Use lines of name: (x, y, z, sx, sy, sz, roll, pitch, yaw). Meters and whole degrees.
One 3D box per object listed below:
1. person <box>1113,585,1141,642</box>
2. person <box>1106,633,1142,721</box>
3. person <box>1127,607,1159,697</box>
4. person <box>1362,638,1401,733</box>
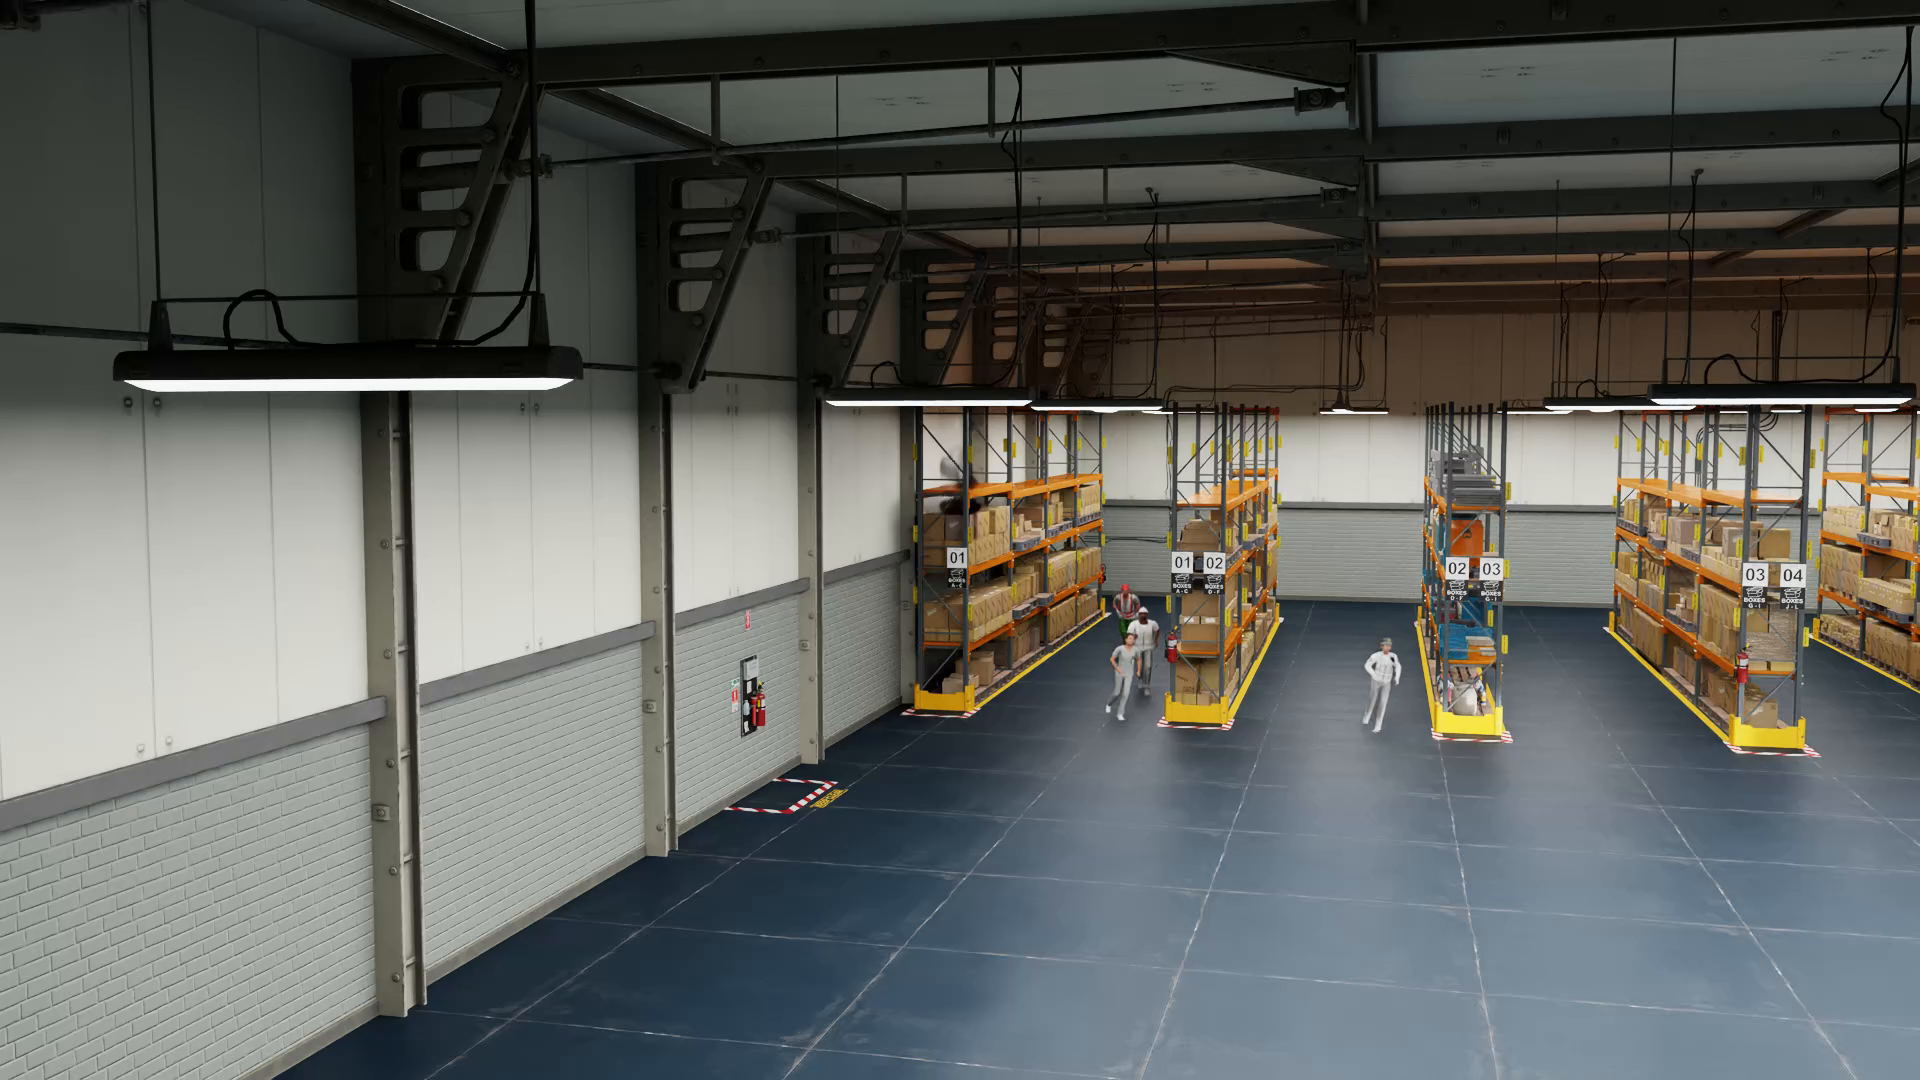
person: (4.038, 1.911, 40.317, 0.654, 1.711, 0.793, 1, 4, 16)
person: (3.156, 2.568, 31.660, 0.640, 1.636, 0.763, -1, 4, -11)
person: (3.780, 2.277, 34.381, 0.690, 1.788, 0.912, 0, 4, 5)
person: (7.748, 2.636, 30.501, 0.684, 1.702, 0.841, 1, 4, 9)
